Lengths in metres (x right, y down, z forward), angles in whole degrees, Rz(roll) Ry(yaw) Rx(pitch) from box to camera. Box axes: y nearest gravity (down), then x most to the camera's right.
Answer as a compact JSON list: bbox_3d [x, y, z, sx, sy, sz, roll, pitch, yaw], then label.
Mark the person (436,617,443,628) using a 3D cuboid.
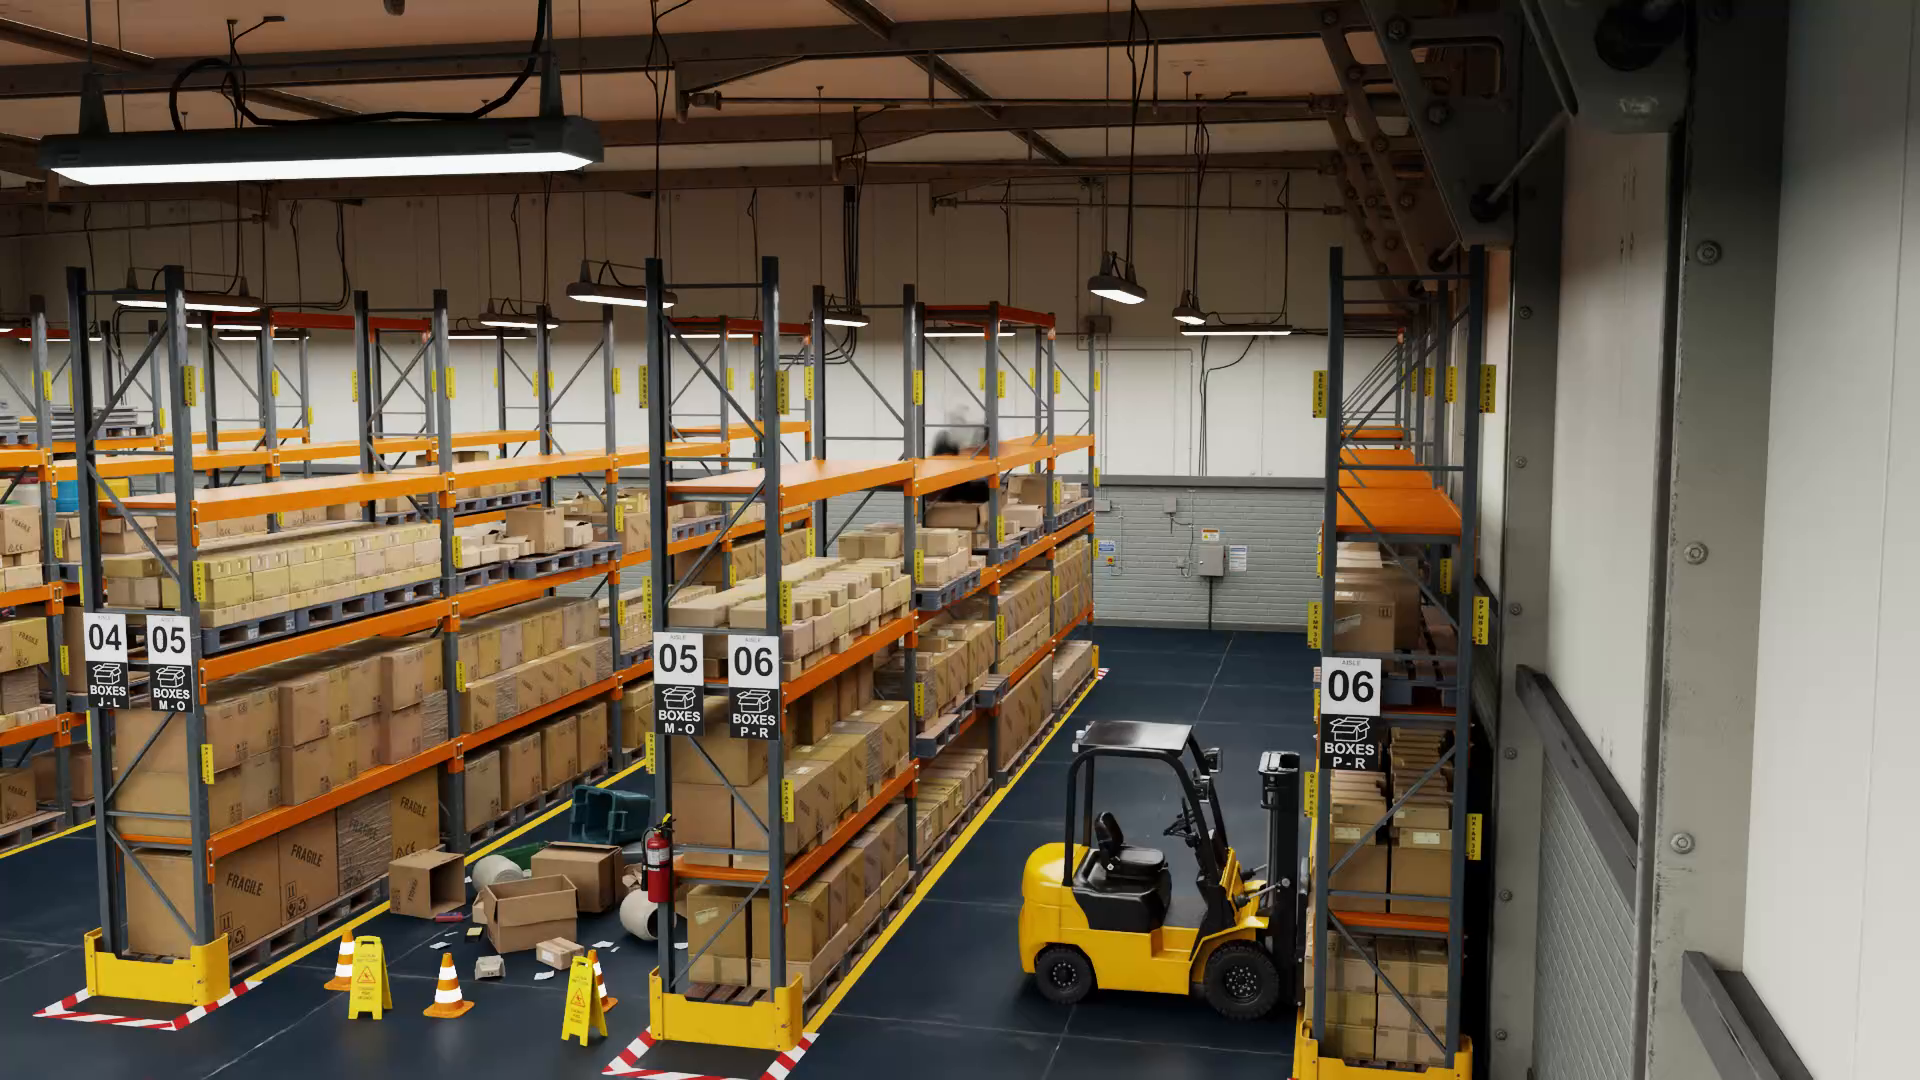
[{"bbox_3d":[-7.445,1.890,24.106,0.624,1.740,0.660,1,6,9],"label":"person"}]
